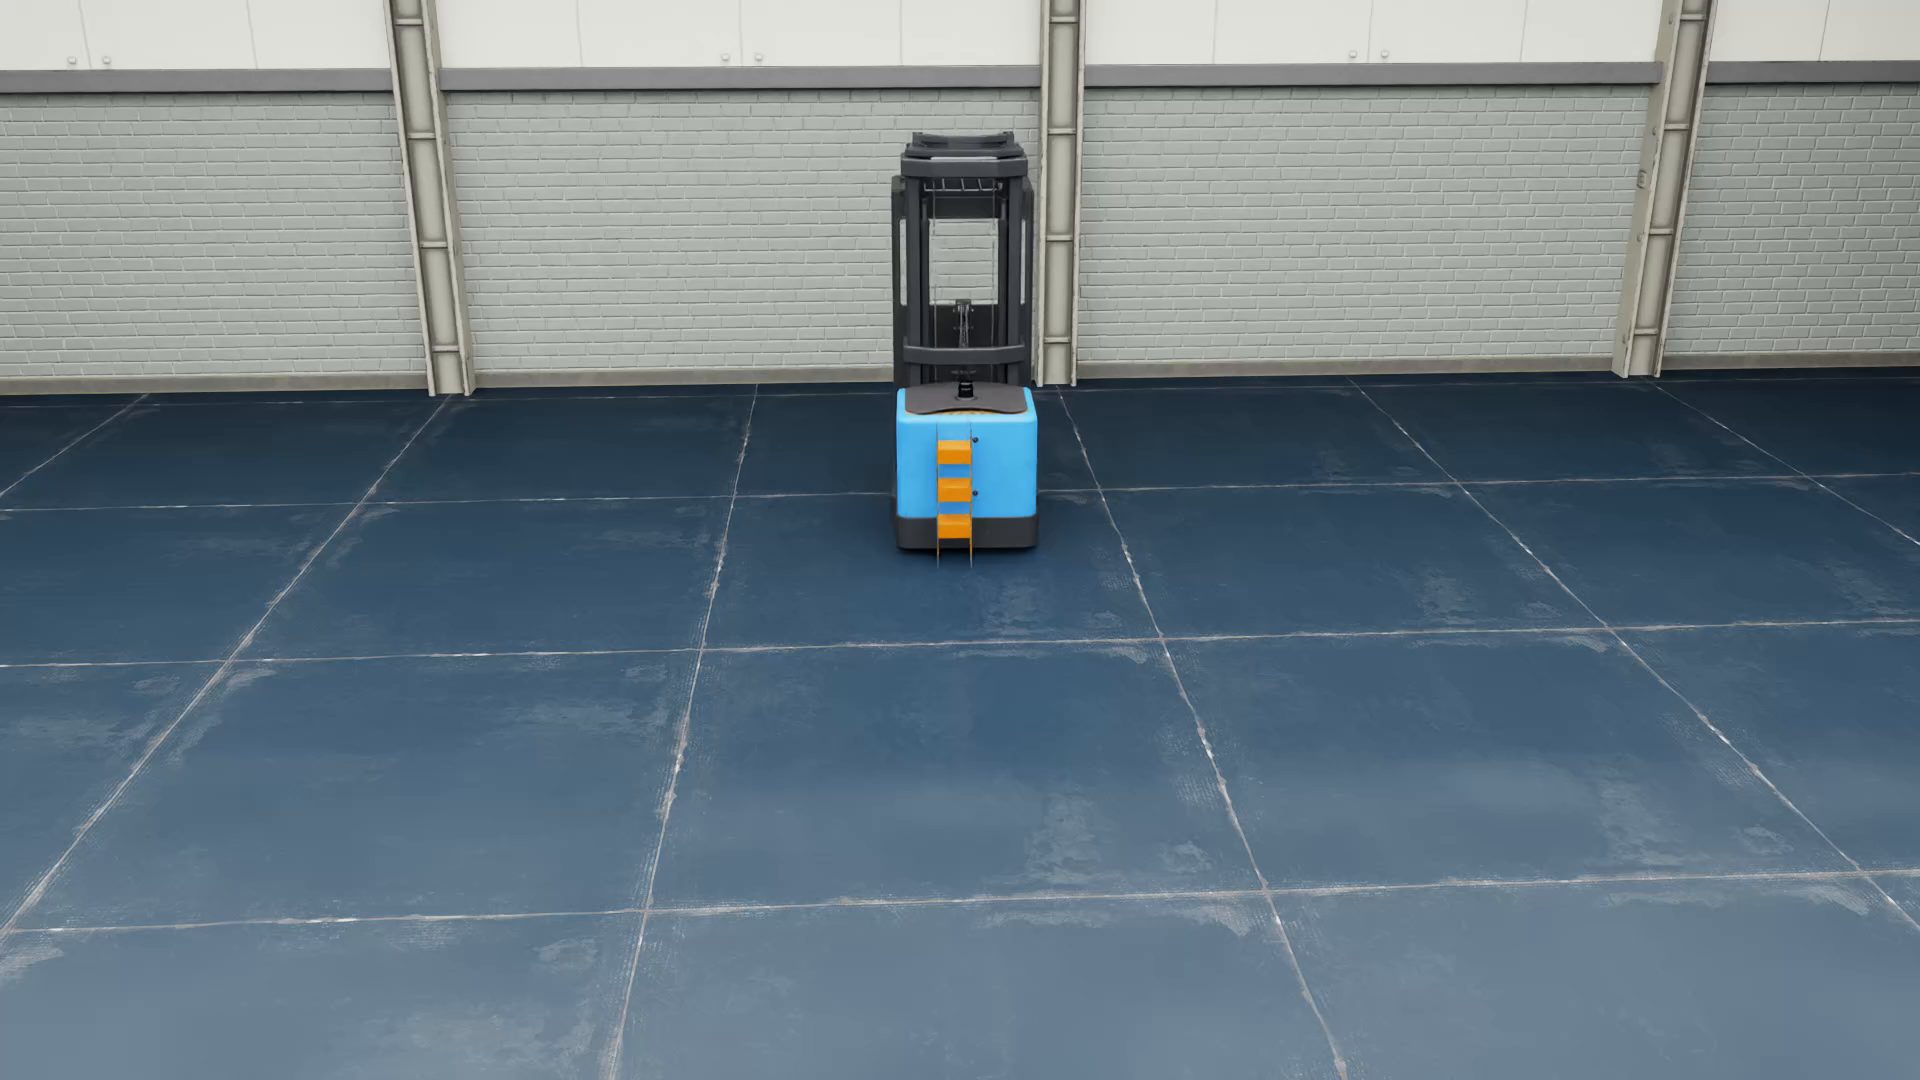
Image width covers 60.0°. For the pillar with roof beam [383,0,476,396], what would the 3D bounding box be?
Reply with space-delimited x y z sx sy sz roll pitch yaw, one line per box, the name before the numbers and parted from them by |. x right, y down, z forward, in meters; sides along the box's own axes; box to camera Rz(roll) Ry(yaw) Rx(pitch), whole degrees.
pillar with roof beam | -4.782 -4.150 10.873 0.400 9.000 9.100 -1 21 -3

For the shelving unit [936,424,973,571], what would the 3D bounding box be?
shelving unit | -0.040 -0.301 11.935 0.252 1.050 0.215 -1 21 -2

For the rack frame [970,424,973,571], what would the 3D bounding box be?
rack frame | 0.082 -0.302 11.938 0.008 1.050 0.200 -1 21 -2

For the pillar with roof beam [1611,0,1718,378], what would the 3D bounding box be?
pillar with roof beam | 7.198 -4.393 11.513 0.400 9.000 9.100 -1 21 -3

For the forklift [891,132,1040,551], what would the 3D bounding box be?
forklift | 0.013 -1.763 13.133 1.130 2.935 3.031 -1 21 -2

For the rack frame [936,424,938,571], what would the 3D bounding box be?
rack frame | -0.162 -0.299 11.932 0.008 1.050 0.200 -1 21 -2

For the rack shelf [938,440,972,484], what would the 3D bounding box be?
rack shelf | -0.040 -0.556 11.838 0.240 0.259 0.215 -1 21 -2

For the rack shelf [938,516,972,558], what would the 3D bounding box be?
rack shelf | -0.040 -0.031 12.037 0.240 0.259 0.215 -1 21 -2

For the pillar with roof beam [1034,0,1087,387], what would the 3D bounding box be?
pillar with roof beam | 1.208 -4.271 11.193 0.400 9.000 9.100 -1 21 -3

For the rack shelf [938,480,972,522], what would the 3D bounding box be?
rack shelf | -0.040 -0.291 11.939 0.240 0.259 0.215 -1 21 -2
